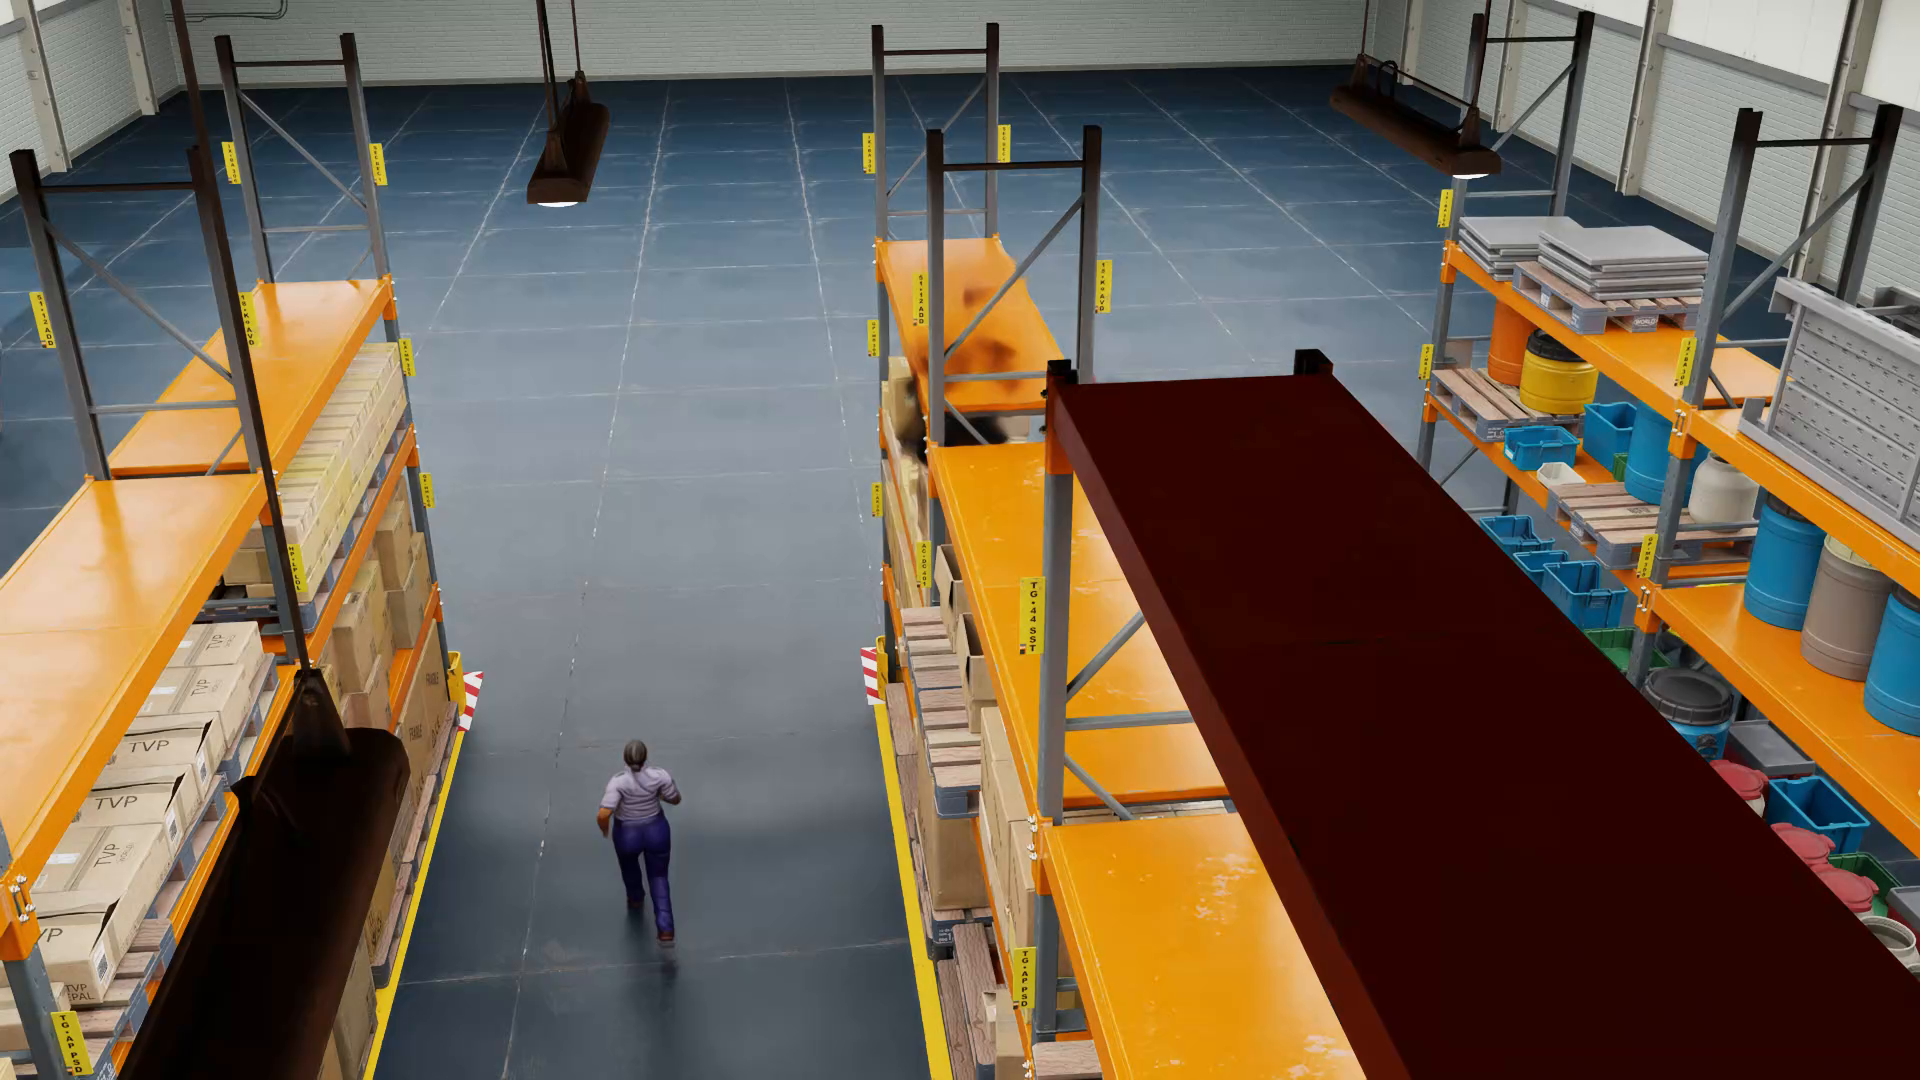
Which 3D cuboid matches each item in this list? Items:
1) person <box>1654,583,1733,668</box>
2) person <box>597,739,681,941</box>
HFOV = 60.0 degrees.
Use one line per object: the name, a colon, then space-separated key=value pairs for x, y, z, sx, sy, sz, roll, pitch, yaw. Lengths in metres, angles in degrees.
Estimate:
person: x=6.461 y=0.818 z=14.770 sx=0.671 sy=1.806 sz=0.738 roll=-3 pitch=26 yaw=-7
person: x=-2.309 y=2.165 z=12.066 sx=0.616 sy=1.663 sz=0.945 roll=-7 pitch=26 yaw=-15
